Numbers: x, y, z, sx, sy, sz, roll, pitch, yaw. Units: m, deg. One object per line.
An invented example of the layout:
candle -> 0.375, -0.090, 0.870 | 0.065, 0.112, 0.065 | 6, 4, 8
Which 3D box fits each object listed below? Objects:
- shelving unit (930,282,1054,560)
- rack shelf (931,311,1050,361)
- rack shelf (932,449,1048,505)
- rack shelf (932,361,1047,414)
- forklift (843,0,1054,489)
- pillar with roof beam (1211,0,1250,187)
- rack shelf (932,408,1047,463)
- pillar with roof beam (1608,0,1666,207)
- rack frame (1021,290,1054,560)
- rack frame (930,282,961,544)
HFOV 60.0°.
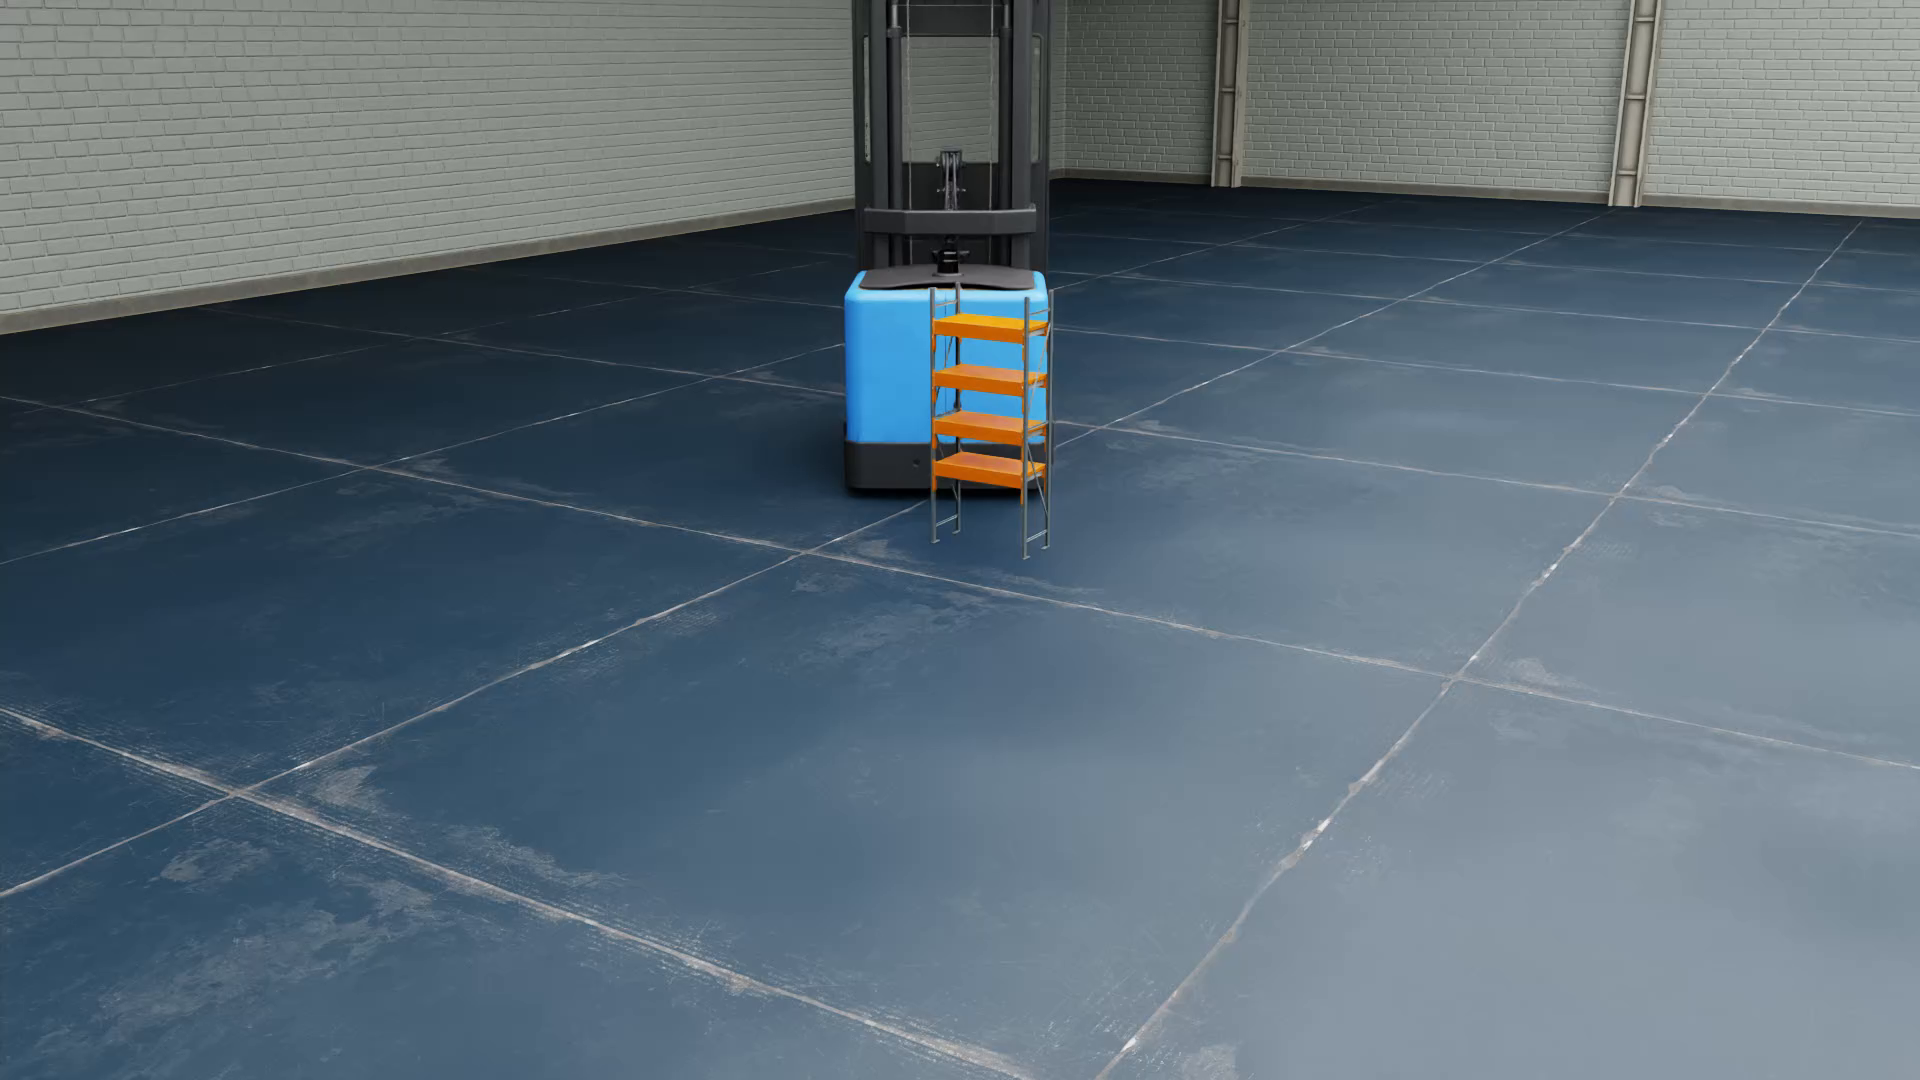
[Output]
shelving unit -> 0.141, -0.549, 7.624 | 0.503, 1.200, 0.258 | 10, 20, 30
rack shelf -> 0.141, -0.925, 7.510 | 0.480, 0.148, 0.258 | 10, 20, 30
rack shelf -> 0.141, -0.295, 7.701 | 0.480, 0.148, 0.258 | 10, 20, 30
rack shelf -> 0.141, -0.699, 7.578 | 0.480, 0.148, 0.258 | 10, 20, 30
forklift -> -0.039, -2.034, 9.534 | 1.130, 2.935, 3.031 | 0, 17, 1
pillar with roof beam -> 1.961, -8.845, 21.517 | 0.400, 9.000, 9.100 | 10, 20, 30
rack shelf -> 0.141, -0.485, 7.643 | 0.480, 0.148, 0.258 | 10, 20, 30
pillar with roof beam -> 7.073, -7.933, 18.513 | 0.400, 9.000, 9.100 | 10, 20, 30
rack frame -> 0.349, -0.512, 7.502 | 0.015, 1.200, 0.240 | 10, 20, 30
rack frame -> -0.067, -0.586, 7.746 | 0.015, 1.200, 0.240 | 10, 20, 30
